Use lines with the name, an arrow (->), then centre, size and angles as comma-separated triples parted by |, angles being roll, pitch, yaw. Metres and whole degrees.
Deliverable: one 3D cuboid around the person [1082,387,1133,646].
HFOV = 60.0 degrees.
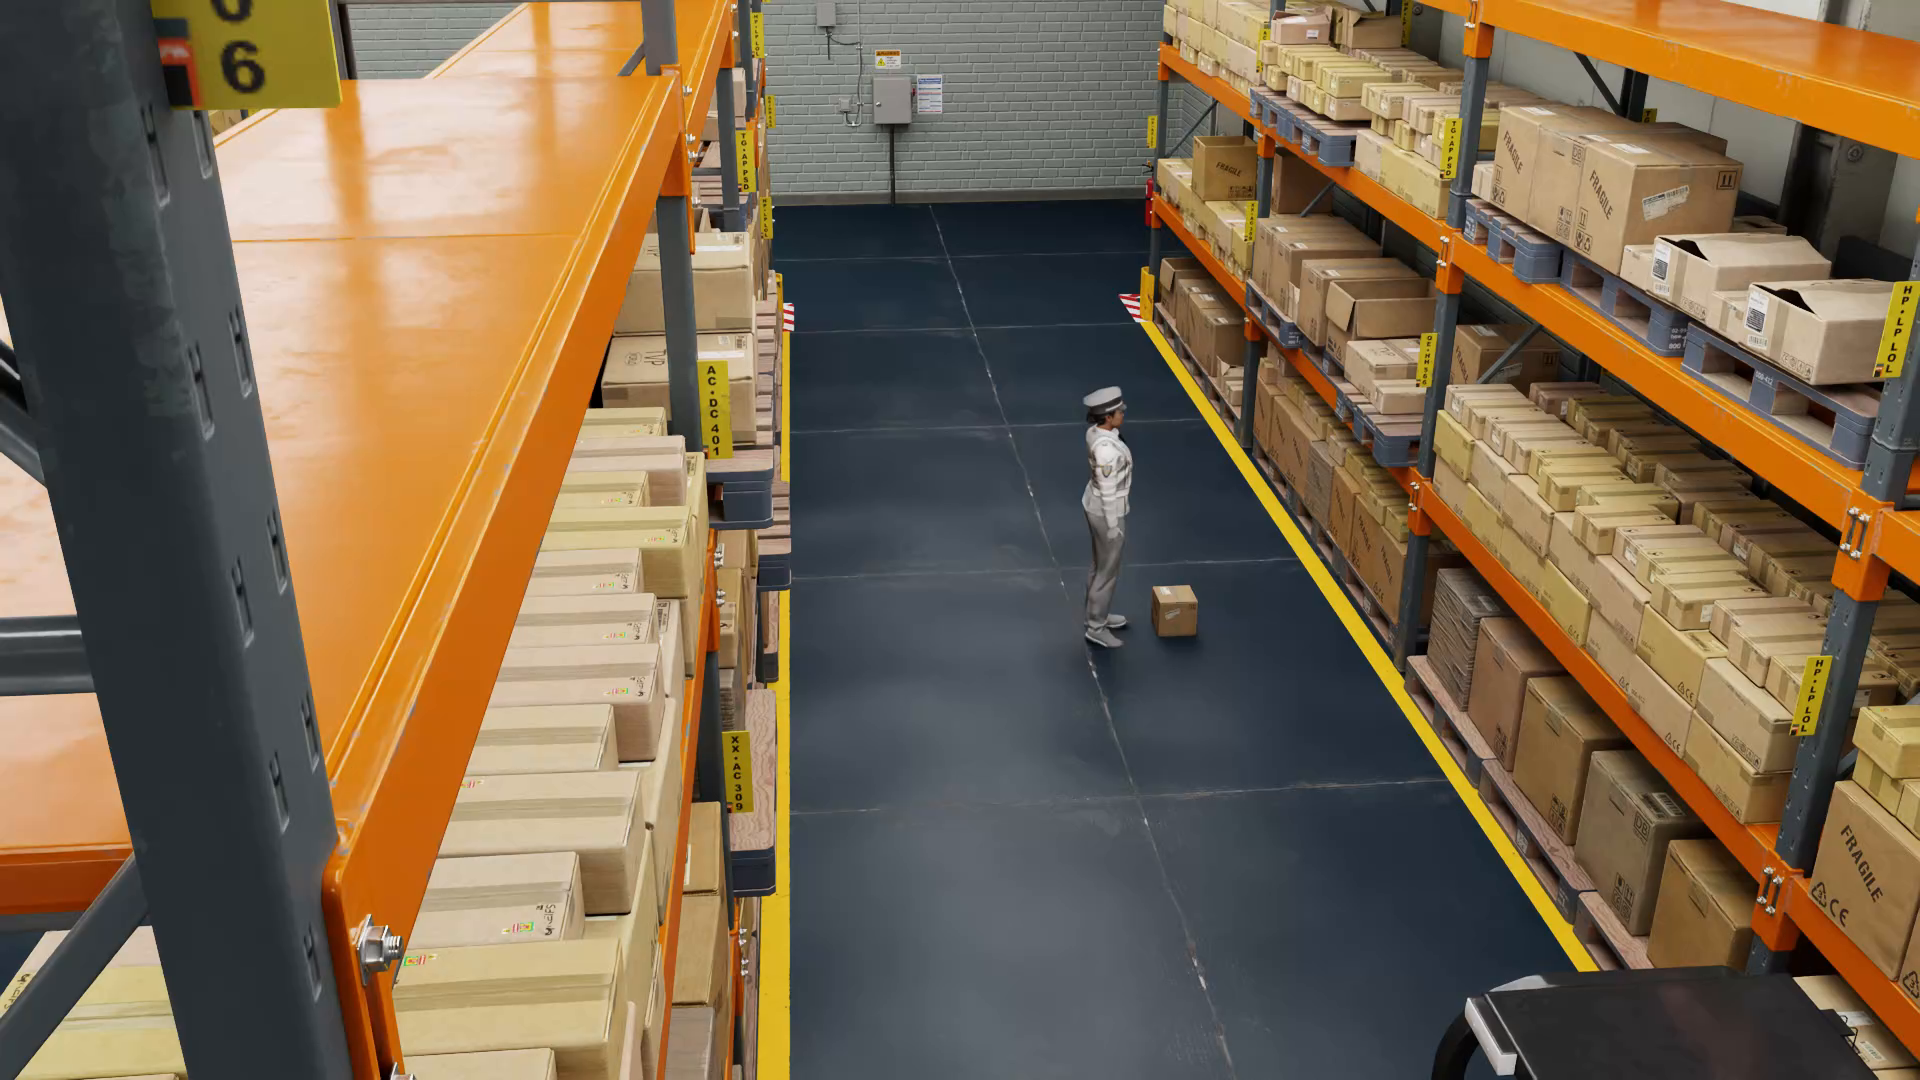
person -> 0.940, -0.152, 10.674 | 0.348, 1.732, 0.475 | -2, 24, -4
